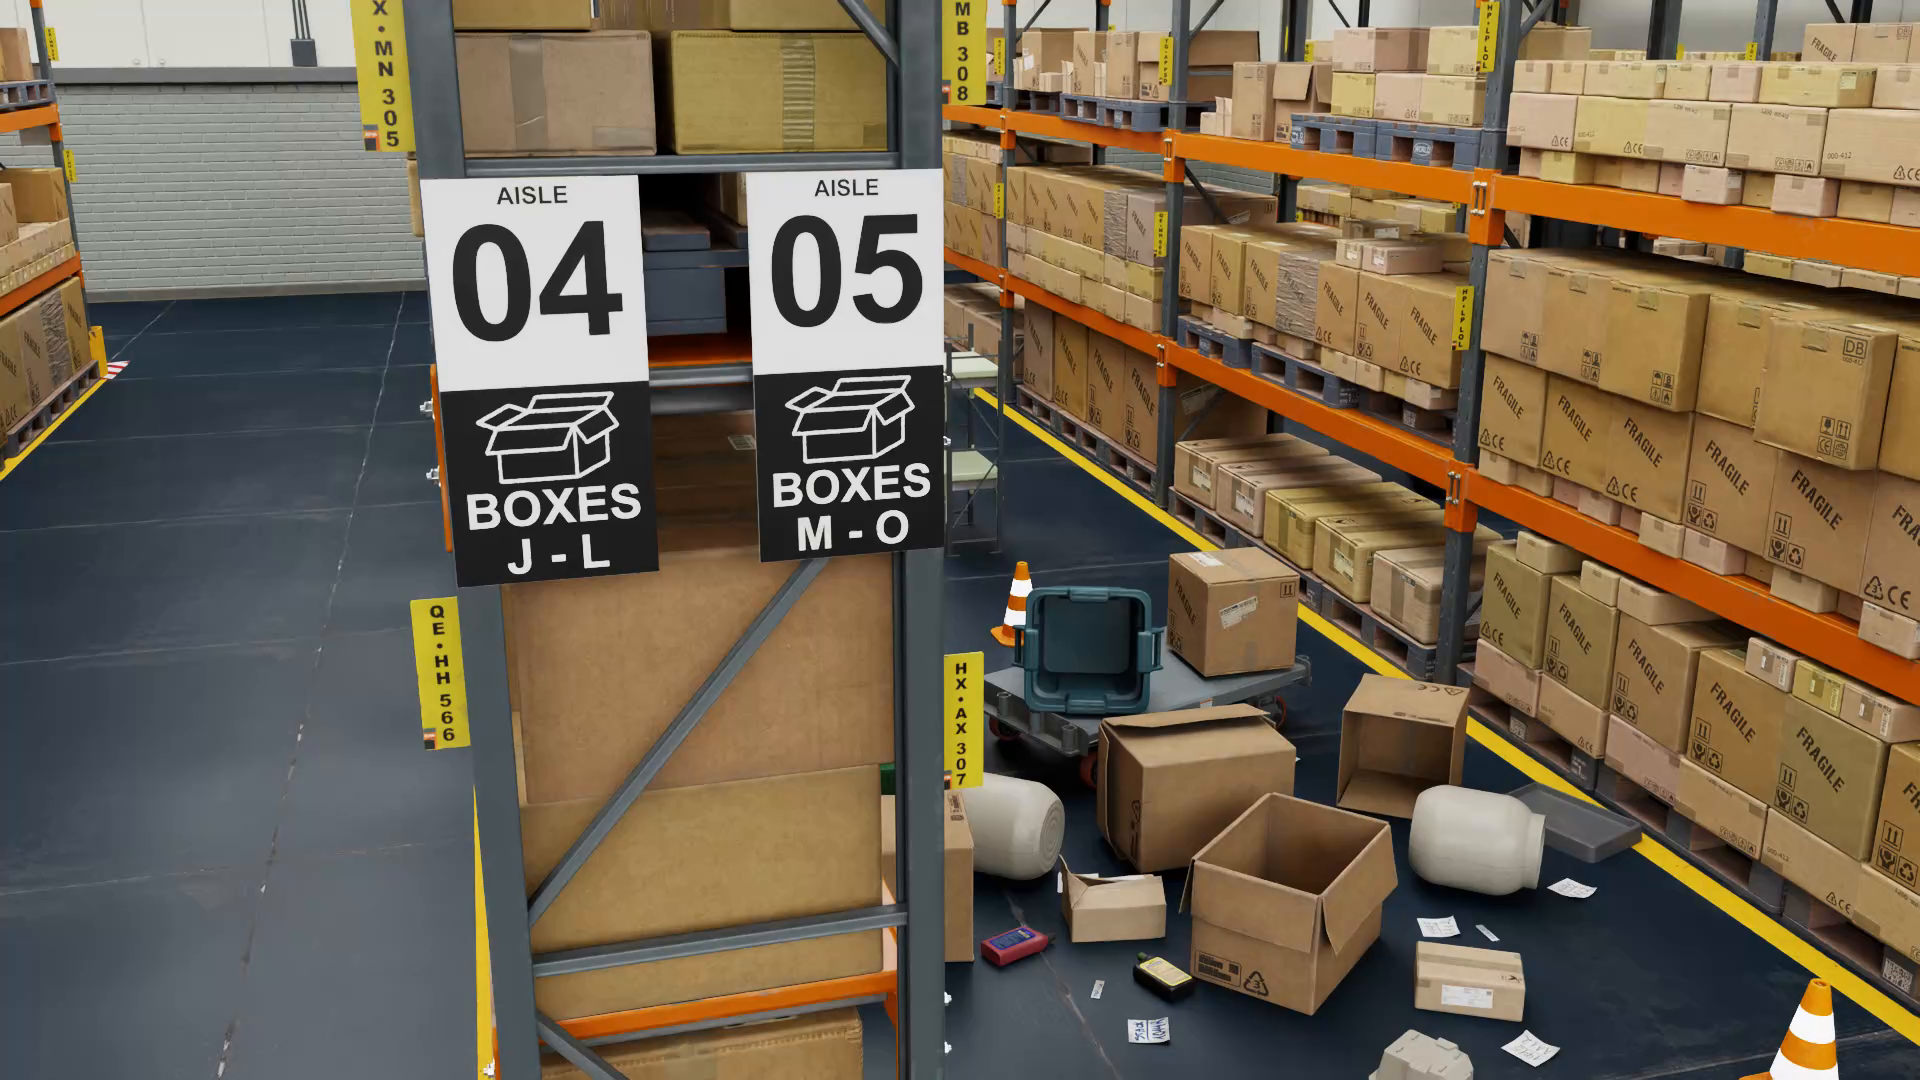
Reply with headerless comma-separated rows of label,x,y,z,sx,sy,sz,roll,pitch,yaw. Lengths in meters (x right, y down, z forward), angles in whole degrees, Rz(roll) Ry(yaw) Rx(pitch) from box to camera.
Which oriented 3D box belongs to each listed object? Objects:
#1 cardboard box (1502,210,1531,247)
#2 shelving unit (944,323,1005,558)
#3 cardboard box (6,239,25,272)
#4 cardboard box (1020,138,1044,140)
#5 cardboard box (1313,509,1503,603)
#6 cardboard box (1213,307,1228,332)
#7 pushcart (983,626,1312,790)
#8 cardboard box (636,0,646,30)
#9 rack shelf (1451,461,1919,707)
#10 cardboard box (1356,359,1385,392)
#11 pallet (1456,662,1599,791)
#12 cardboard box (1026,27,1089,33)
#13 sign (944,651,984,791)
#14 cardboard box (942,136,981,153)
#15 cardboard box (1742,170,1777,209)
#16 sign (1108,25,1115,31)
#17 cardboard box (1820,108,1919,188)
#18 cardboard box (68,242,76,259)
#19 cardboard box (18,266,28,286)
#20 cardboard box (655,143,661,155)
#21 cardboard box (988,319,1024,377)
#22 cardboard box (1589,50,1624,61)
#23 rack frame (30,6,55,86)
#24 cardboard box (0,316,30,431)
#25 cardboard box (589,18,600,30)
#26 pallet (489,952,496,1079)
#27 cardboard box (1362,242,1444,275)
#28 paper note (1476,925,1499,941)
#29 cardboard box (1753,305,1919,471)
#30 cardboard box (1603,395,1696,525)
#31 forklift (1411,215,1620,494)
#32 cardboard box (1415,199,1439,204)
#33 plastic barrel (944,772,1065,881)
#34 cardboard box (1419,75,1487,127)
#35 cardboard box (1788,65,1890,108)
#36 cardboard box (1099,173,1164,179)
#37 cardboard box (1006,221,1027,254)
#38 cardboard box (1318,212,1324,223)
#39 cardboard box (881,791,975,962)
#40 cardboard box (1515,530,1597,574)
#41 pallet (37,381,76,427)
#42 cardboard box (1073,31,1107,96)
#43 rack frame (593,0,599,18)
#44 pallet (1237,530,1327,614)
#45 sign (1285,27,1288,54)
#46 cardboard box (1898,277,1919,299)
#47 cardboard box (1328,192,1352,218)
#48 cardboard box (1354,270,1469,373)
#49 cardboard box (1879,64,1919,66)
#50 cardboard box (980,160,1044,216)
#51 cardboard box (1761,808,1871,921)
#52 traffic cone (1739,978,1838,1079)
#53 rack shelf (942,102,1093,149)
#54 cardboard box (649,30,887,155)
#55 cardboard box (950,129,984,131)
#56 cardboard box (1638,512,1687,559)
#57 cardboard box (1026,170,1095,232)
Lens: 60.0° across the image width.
cardboard box,5.734,-3.183,16.431,0.700,0.500,0.500,-5,17,-15
shelving unit,0.002,-0.716,11.730,0.431,1.500,0.755,-5,17,-15
cardboard box,-8.783,-2.554,14.984,0.500,0.250,0.500,-4,17,-14
cardboard box,0.666,-4.130,17.448,0.380,0.149,0.250,-5,17,-15
cardboard box,2.754,0.091,10.272,0.950,0.372,0.625,-4,17,-12
cardboard box,1.989,-1.545,11.588,0.380,0.149,0.250,-6,18,-19
pushcart,0.923,0.827,8.542,1.648,0.377,0.936,-12,20,-34
cardboard box,-0.806,-1.654,5.178,0.380,0.149,0.250,-4,17,-15
rack shelf,3.651,0.275,7.072,1.077,0.370,4.000,-5,17,-15
cardboard box,2.533,-0.967,9.663,0.380,0.149,0.250,-5,17,-16
pallet,3.320,0.896,8.603,1.003,0.211,1.213,-5,17,-15
cardboard box,0.943,-4.748,16.254,0.500,0.500,0.500,-4,17,-14
sign,0.004,0.408,3.736,0.100,0.325,0.005,-5,17,-15
cardboard box,0.020,-4.227,17.770,0.380,0.149,0.250,-5,17,-17
cardboard box,3.375,-1.406,6.641,0.380,0.149,0.250,-5,17,-15
sign,1.422,-4.716,15.778,0.100,0.325,0.005,-5,17,-15
cardboard box,3.516,-1.426,6.015,0.500,0.250,0.500,-4,17,-14
cardboard box,-9.311,-2.966,17.047,0.380,0.149,0.250,-4,17,-14
cardboard box,-8.744,-2.398,15.158,0.380,0.149,0.250,-4,17,-15
cardboard box,-0.735,-1.202,5.057,0.380,0.149,0.250,-5,17,-15
cardboard box,0.833,-1.992,17.092,0.875,0.438,0.875,-5,17,-16
cardboard box,5.814,-4.398,15.181,0.380,0.149,0.250,-5,17,-15
rack frame,-9.725,-6.032,16.389,1.000,3.000,0.127,-5,17,-15
cardboard box,-8.730,-1.424,14.443,0.875,0.875,0.875,-5,17,-15
cardboard box,-1.983,-2.584,9.050,0.500,0.500,0.500,-5,17,-15
pallet,-1.158,1.687,5.969,1.003,0.211,1.213,-5,17,-15
cardboard box,2.555,-1.624,9.596,0.380,0.149,0.250,-5,17,-17
paper note,2.118,1.578,6.680,0.032,0.001,0.123,-5,17,-15
cardboard box,3.479,-0.583,6.250,0.700,0.500,0.500,-5,17,-16
cardboard box,3.240,-0.392,7.353,0.500,0.500,0.500,-5,17,-16
forklift,5.157,-1.812,12.889,3.031,2.935,1.130,3,17,10
cardboard box,5.513,-3.739,18.929,0.500,0.250,0.500,-4,17,-14
plastic barrel,0.156,1.223,7.144,0.512,0.421,0.421,7,18,23
cardboard box,2.801,-2.339,8.840,0.500,0.250,0.500,-5,17,-16
cardboard box,3.370,-1.706,6.254,0.380,0.149,0.250,-4,17,-14
cardboard box,1.537,-2.974,14.727,0.500,0.500,0.500,-4,17,-14
cardboard box,0.752,-2.859,15.648,0.500,0.250,0.500,-5,17,-17
cardboard box,4.621,-3.966,20.377,0.380,0.149,0.250,-5,17,-16
cardboard box,-0.217,1.341,6.614,0.500,0.500,0.500,-2,17,-6
cardboard box,2.980,0.047,8.199,0.380,0.149,0.250,-4,17,-14
pallet,-9.098,-1.271,15.816,1.003,0.211,1.213,-5,17,-15
cardboard box,1.239,-3.879,13.534,0.500,0.500,0.500,-5,17,-15
rack frame,-2.730,-4.183,10.235,1.000,3.000,0.127,-5,17,-15
pallet,2.547,0.160,11.054,1.003,0.211,1.213,-5,17,-15
sign,4.053,-6.148,20.470,0.100,0.325,0.005,-5,17,-15
cardboard box,7.088,-1.724,11.869,0.500,0.250,0.500,-4,17,-14
cardboard box,4.722,-3.980,19.731,0.500,0.250,0.500,-5,17,-16
cardboard box,2.616,-1.261,9.514,0.500,0.500,0.500,-5,17,-15
cardboard box,3.916,-1.829,6.663,0.380,0.149,0.250,-4,17,-15
cardboard box,0.507,-3.471,16.381,0.500,0.500,0.500,-5,17,-16
cardboard box,3.585,1.253,6.615,0.500,0.250,0.500,-5,17,-15
traffic cone,2.842,1.682,5.548,0.336,0.463,0.334,-5,17,-15
rack shelf,0.353,-4.481,17.691,1.077,0.370,4.000,-5,17,-15
cardboard box,-0.417,-1.007,3.716,0.500,0.250,0.500,-5,17,-15
cardboard box,0.095,-4.696,19.331,0.380,0.149,0.250,-4,17,-15
cardboard box,3.222,-0.035,7.292,0.380,0.149,0.250,-5,17,-15
cardboard box,0.914,-3.079,15.077,0.500,0.500,0.500,-5,17,-16
